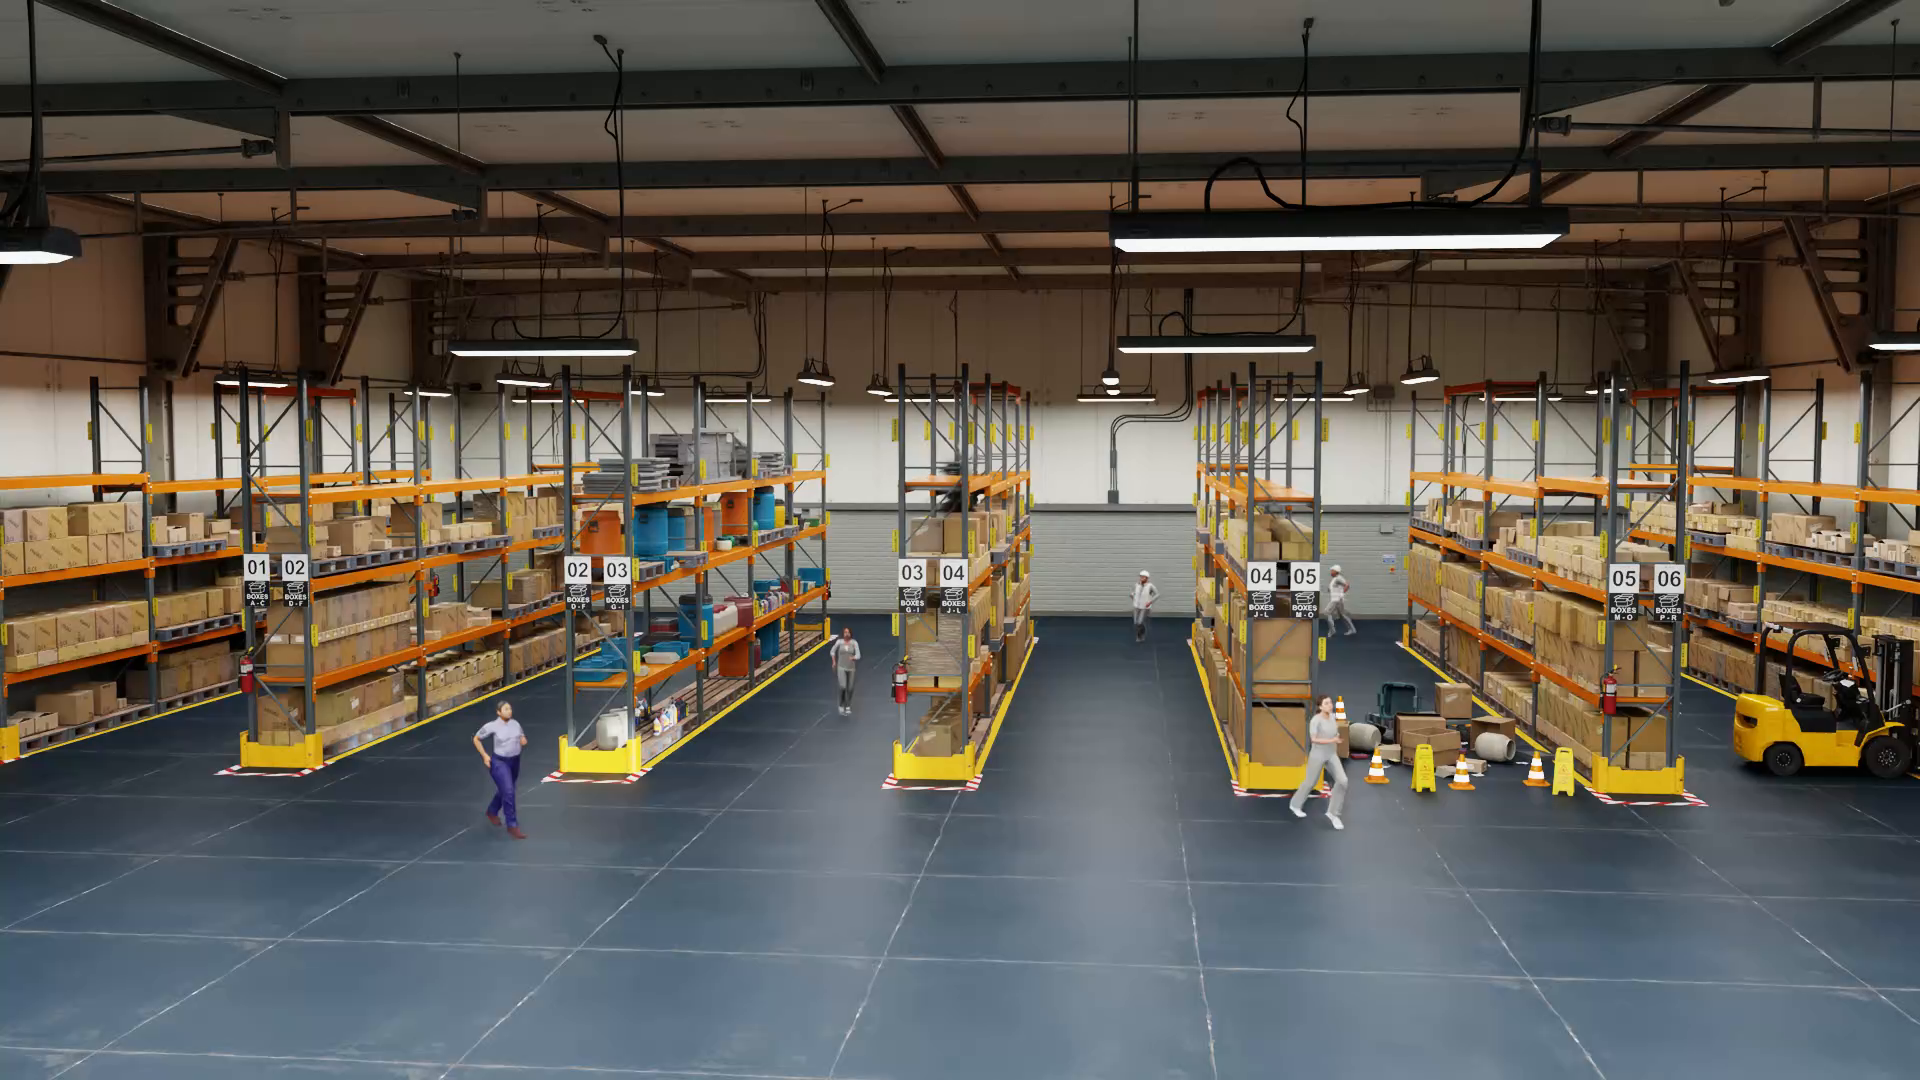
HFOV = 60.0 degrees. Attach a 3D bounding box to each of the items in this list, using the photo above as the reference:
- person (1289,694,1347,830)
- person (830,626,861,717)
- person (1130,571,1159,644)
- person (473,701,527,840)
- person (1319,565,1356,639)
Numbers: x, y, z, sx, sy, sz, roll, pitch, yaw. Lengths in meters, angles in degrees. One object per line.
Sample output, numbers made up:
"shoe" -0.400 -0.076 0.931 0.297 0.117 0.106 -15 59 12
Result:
"person" 4.619 2.811 21.259 0.572 1.698 0.882 -2 4 -30
"person" -2.025 2.326 29.327 0.473 1.583 0.667 -1 4 -11
"person" 4.329 1.604 39.510 0.669 1.746 0.644 3 5 37
"person" -5.669 2.848 20.742 0.838 1.662 0.594 2 4 32
"person" 9.200 1.520 40.470 0.904 1.824 0.696 1 4 12
